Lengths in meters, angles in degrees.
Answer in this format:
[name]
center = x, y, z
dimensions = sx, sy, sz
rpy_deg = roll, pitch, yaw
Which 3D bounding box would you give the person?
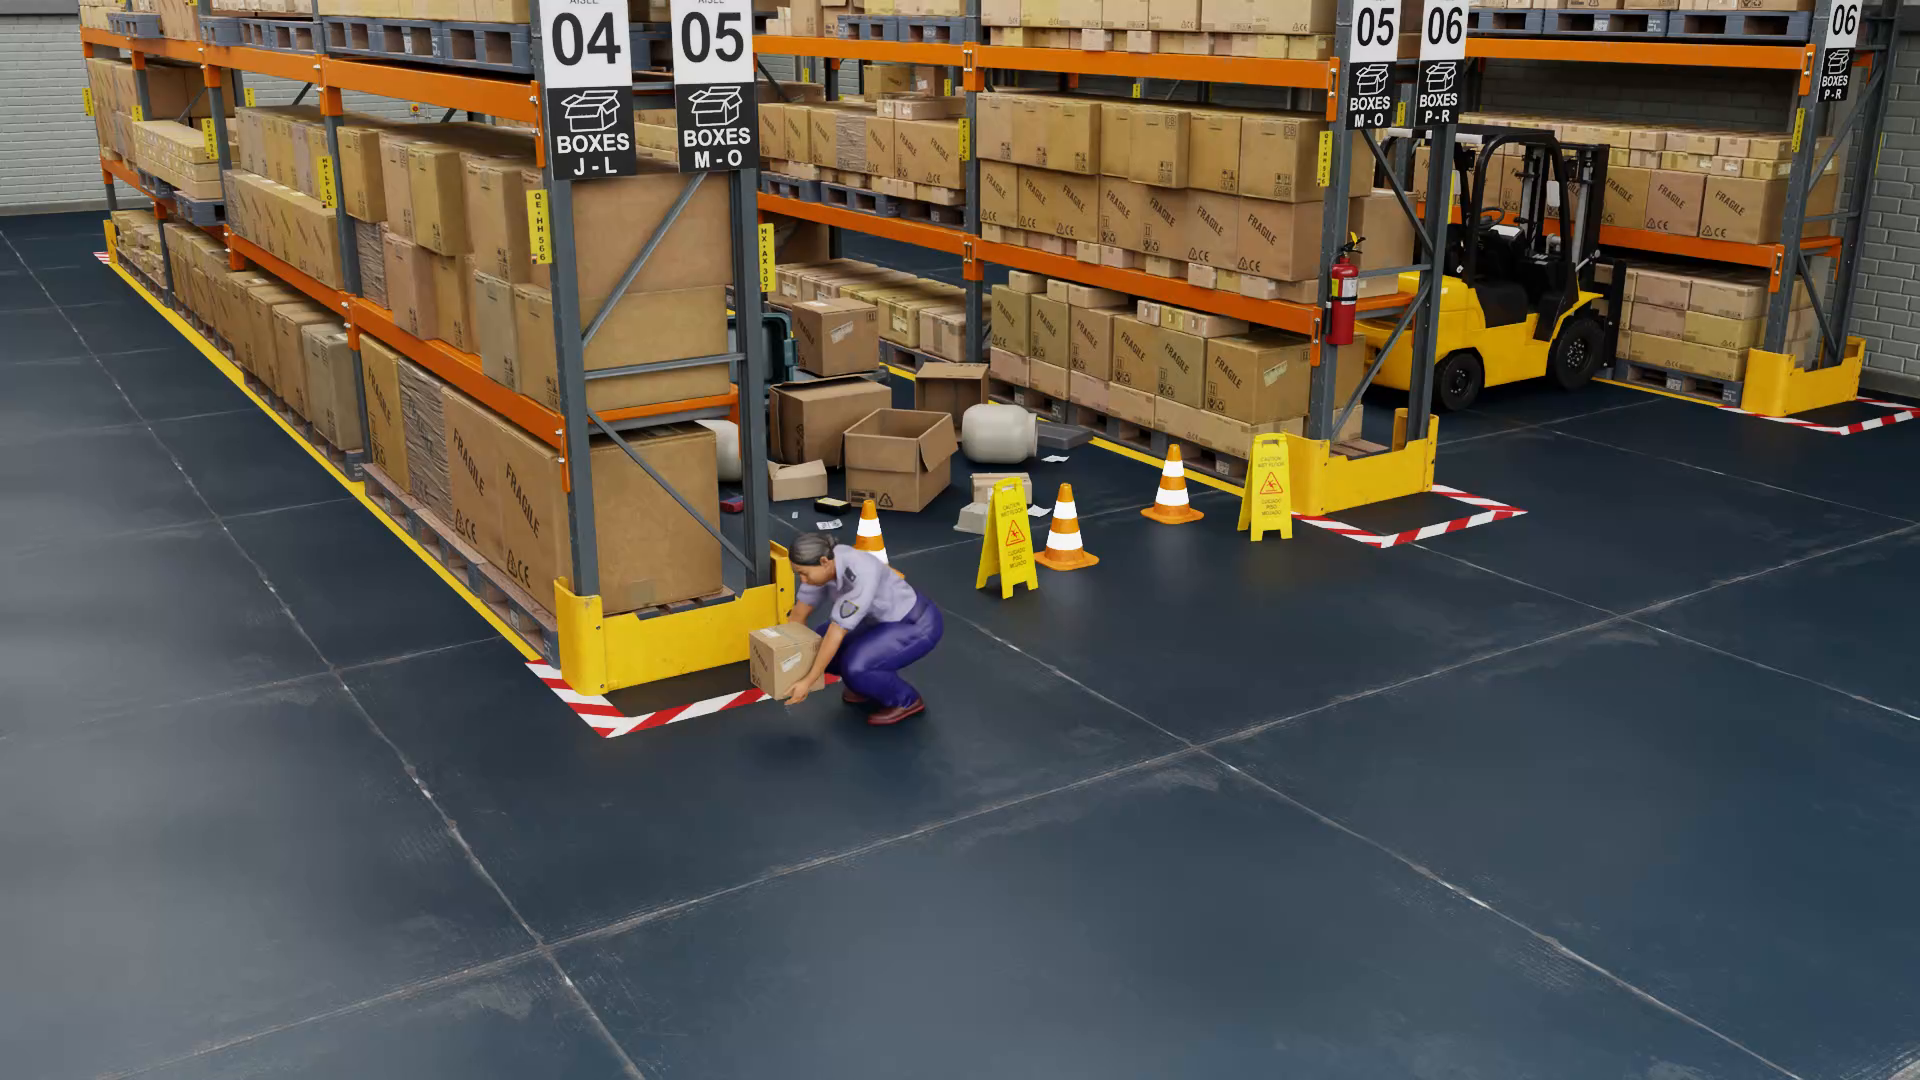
[person]
center = -0.487, 0.370, 7.615
dimensions = 0.848, 0.942, 0.517
rpy_deg = -10, 21, -28
